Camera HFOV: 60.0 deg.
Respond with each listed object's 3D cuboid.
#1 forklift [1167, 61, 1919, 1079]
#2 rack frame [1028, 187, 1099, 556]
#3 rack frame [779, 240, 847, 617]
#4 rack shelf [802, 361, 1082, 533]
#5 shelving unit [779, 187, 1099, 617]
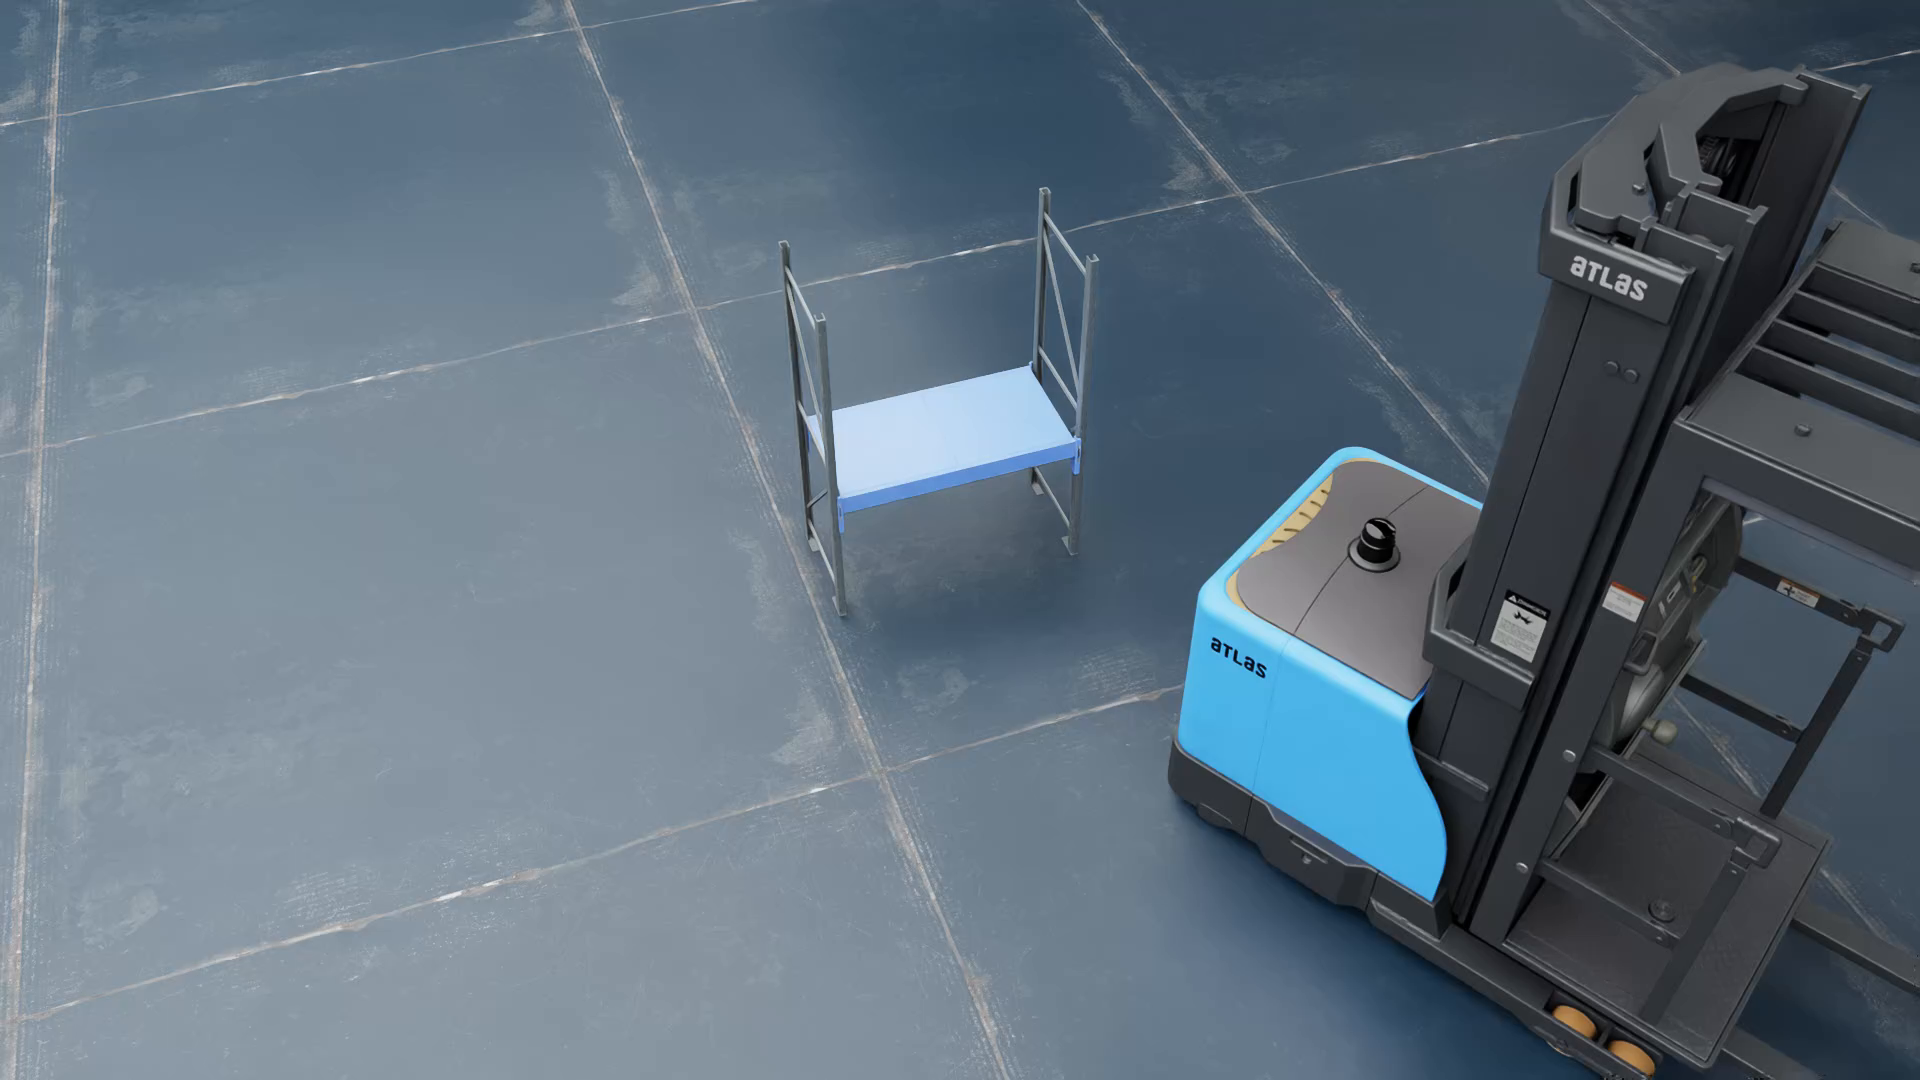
[{"bbox_3d":[2.218,0.295,4.696,3.031,2.935,1.130,30,52,27],"label":"forklift"},{"bbox_3d":[0.398,-0.631,6.629,0.032,1.500,0.500,-14,47,-14],"label":"rack frame"},{"bbox_3d":[-0.558,-0.387,6.386,0.032,1.500,0.500,-14,47,-14],"label":"rack frame"},{"bbox_3d":[-0.080,-0.382,6.635,1.000,0.185,0.538,-14,47,-14],"label":"rack shelf"},{"bbox_3d":[-0.080,-0.509,6.508,1.048,1.500,0.538,-14,47,-14],"label":"shelving unit"}]
